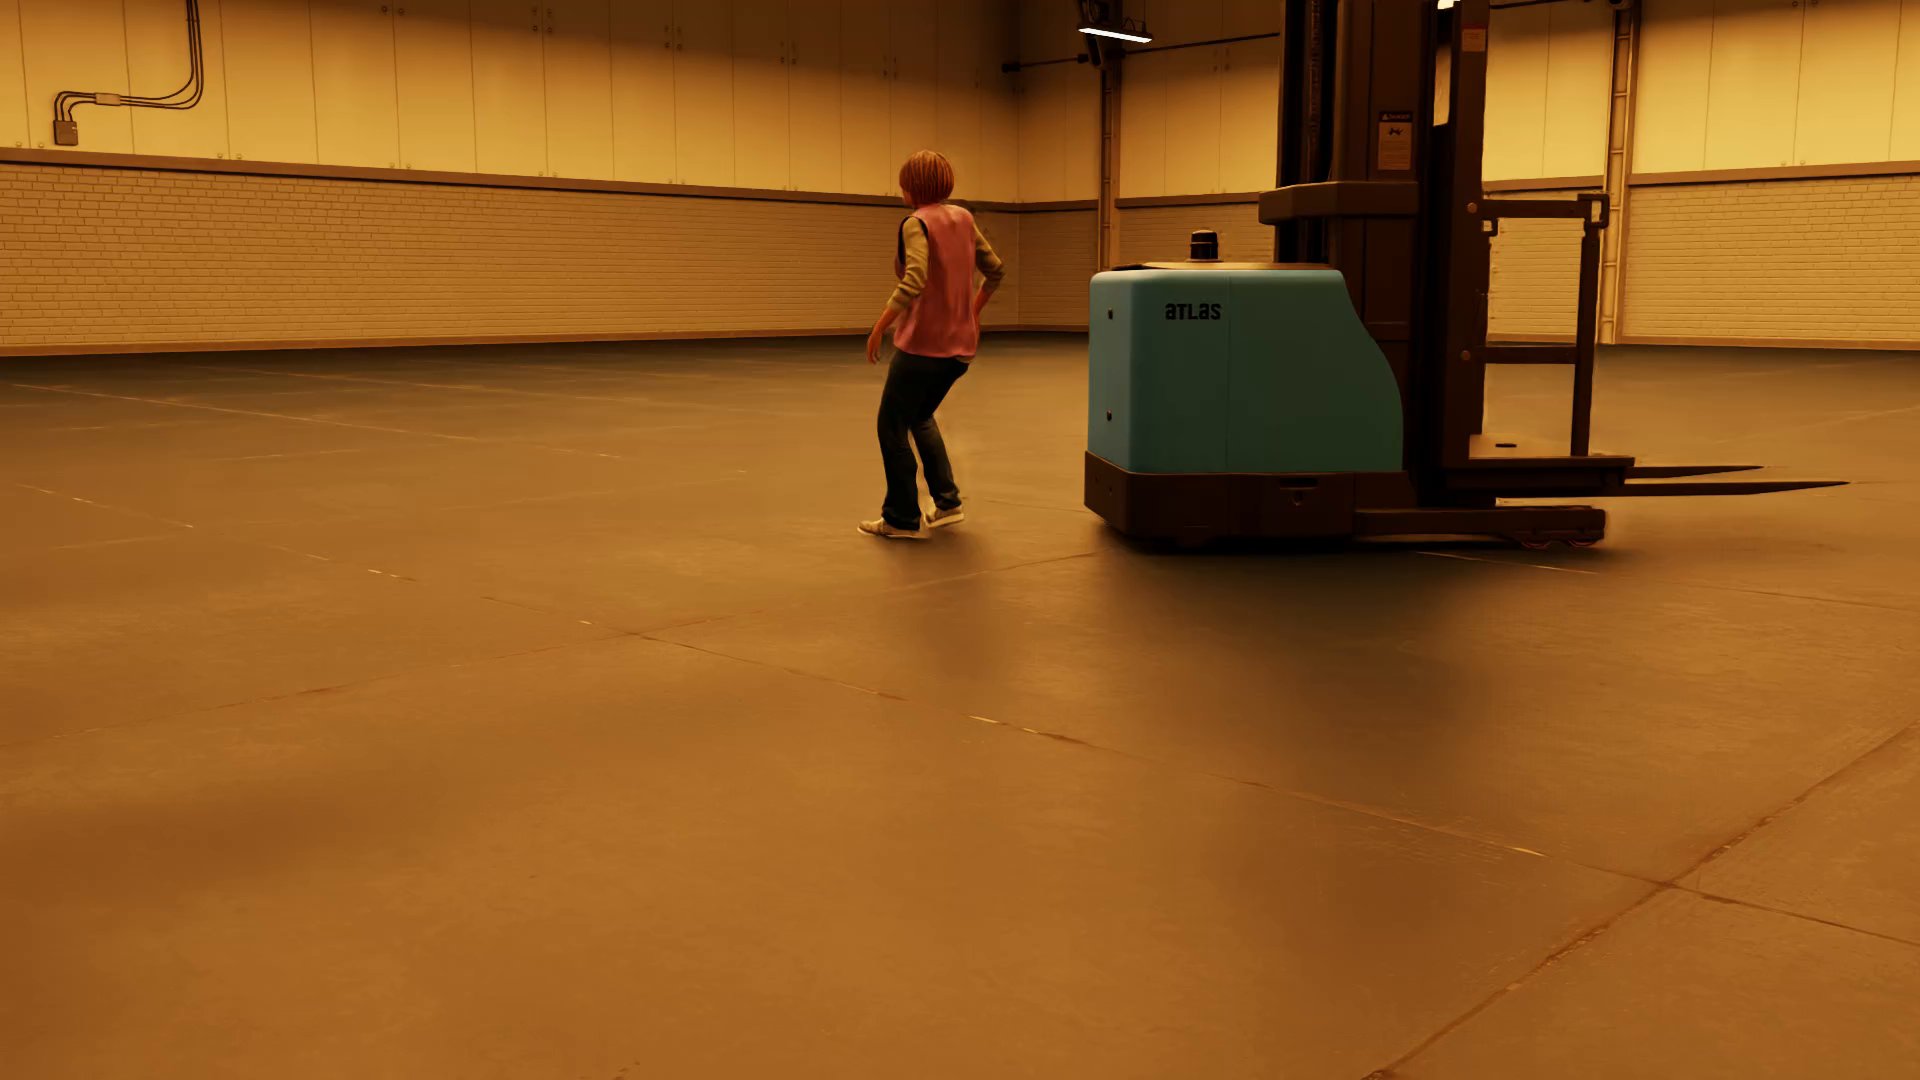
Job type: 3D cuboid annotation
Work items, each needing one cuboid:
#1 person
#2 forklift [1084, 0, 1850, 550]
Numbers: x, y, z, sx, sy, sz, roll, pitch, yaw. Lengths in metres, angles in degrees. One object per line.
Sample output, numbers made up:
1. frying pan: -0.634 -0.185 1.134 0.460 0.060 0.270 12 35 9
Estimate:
1. person: -0.181 -0.765 6.700 0.551 1.564 0.716 7 11 39
2. forklift: 2.092 -1.489 6.763 3.031 2.935 1.130 -1 9 -6
